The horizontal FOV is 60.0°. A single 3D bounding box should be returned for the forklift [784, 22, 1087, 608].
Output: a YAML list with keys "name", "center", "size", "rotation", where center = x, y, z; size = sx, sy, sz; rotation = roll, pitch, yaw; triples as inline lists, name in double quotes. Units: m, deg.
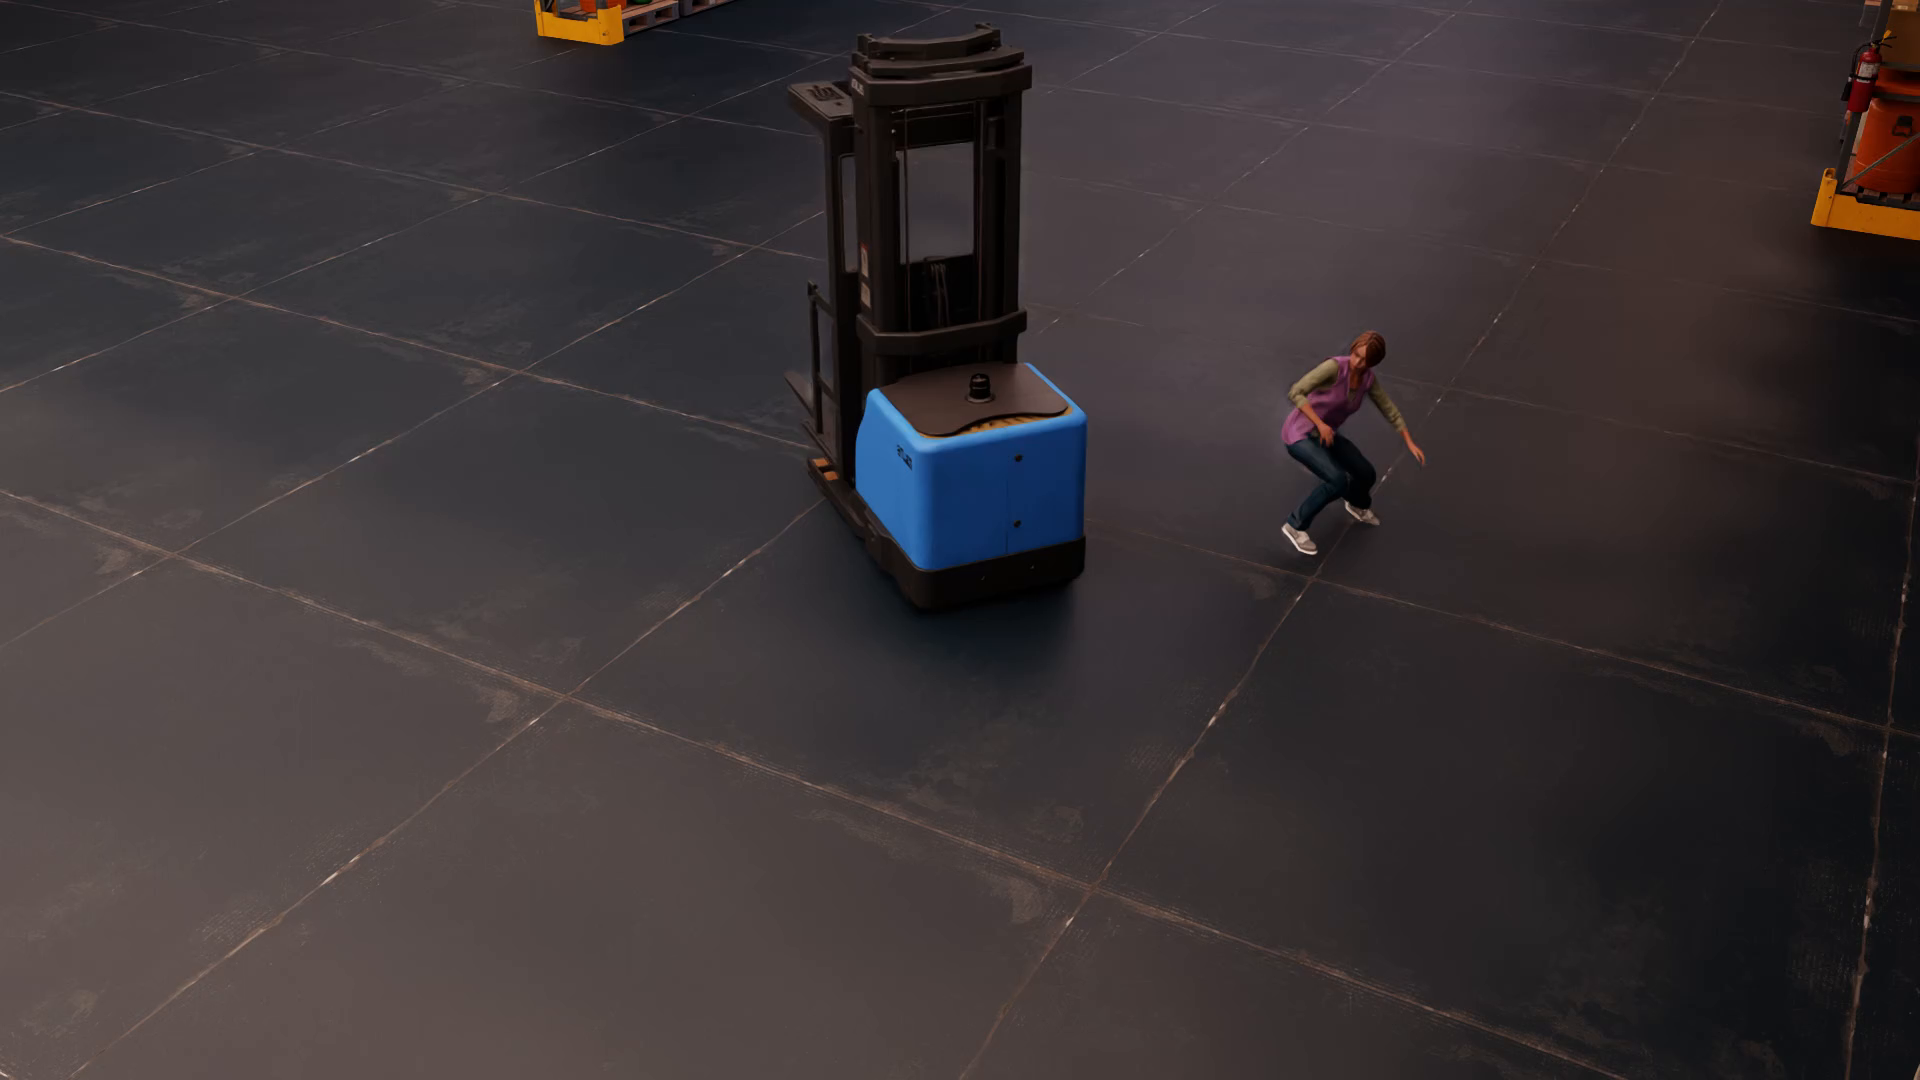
- name: "forklift"
  center: [-0.327, -1.610, 9.861]
  size: [1.130, 2.935, 3.031]
  rotation: [-12, 32, -20]

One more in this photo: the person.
- name: "person"
  center: [2.263, -0.571, 9.694]
  size: [0.781, 1.383, 0.696]
  rotation: [-21, 36, -32]
